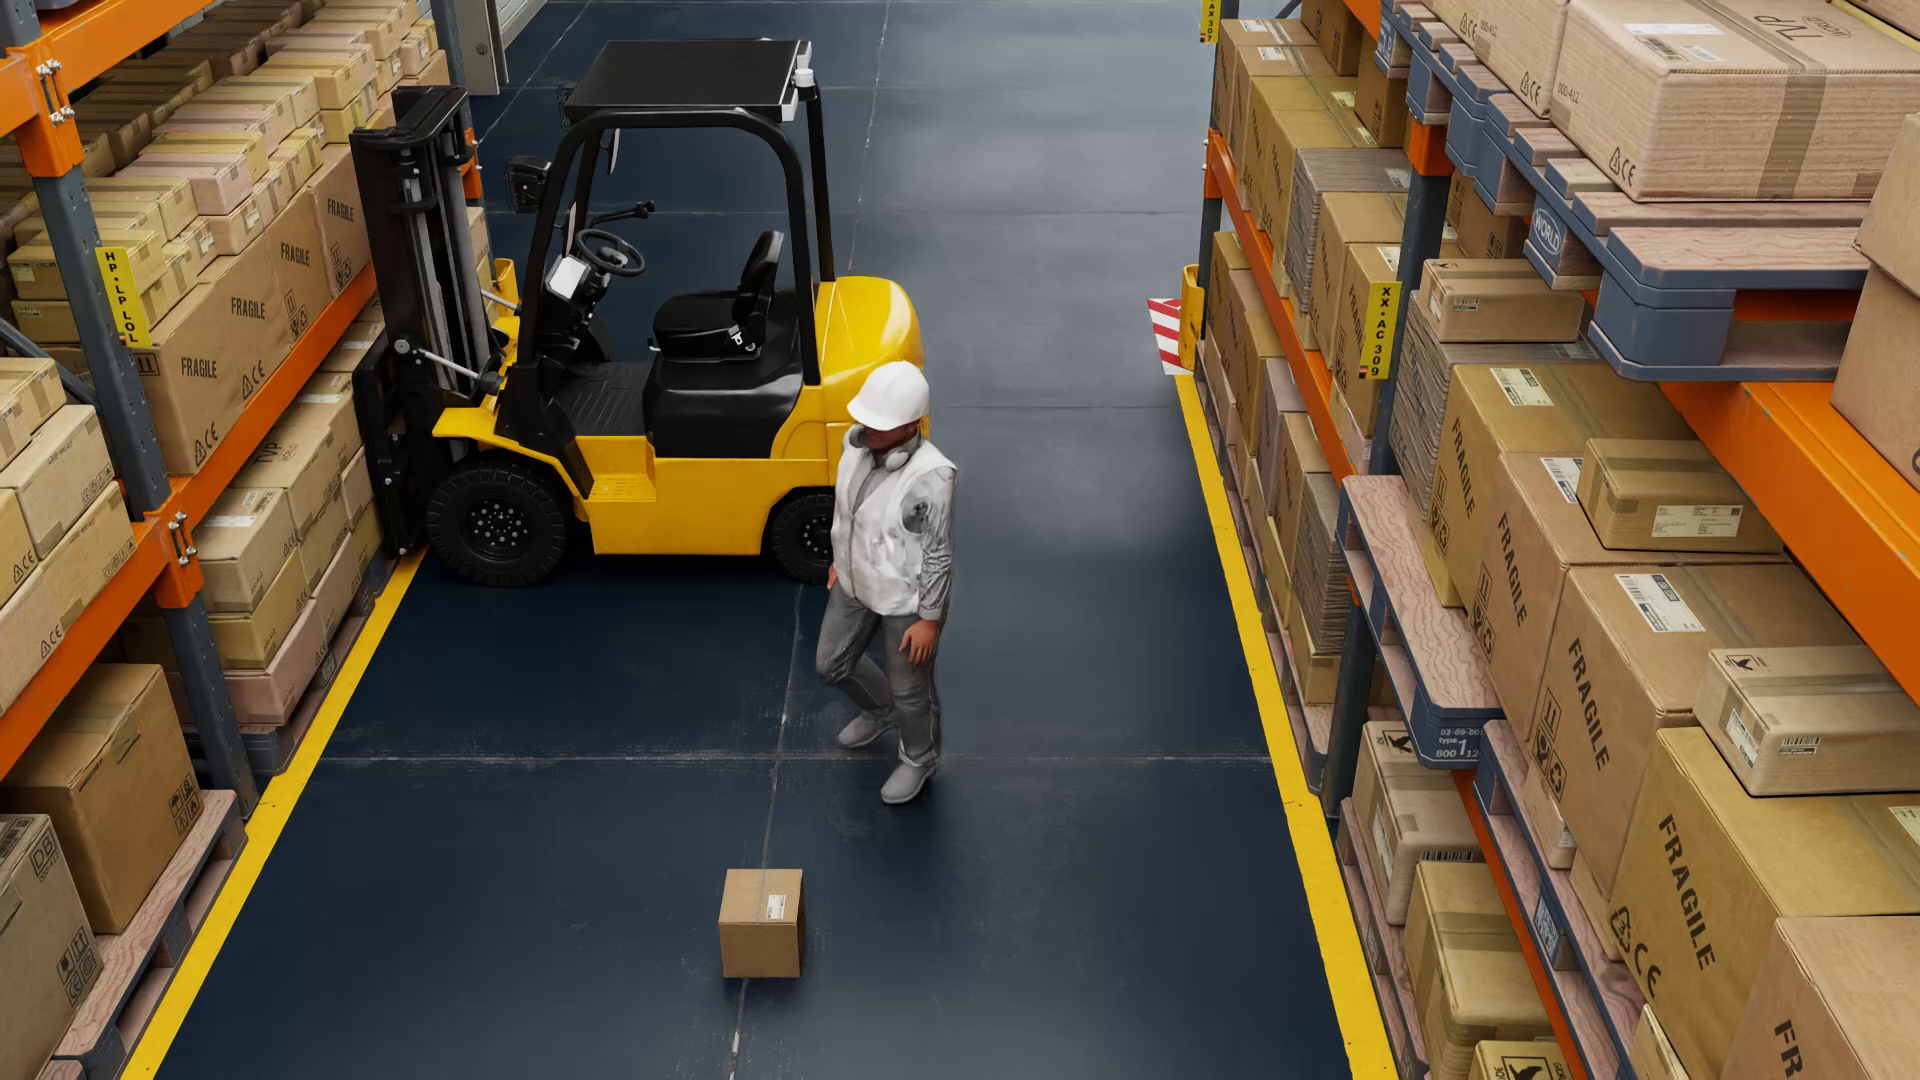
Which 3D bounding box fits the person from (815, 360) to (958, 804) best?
[{"bbox_3d":[-0.249,0.147,5.833,0.412,1.766,0.620,-26,40,-36],"label":"person"}]
